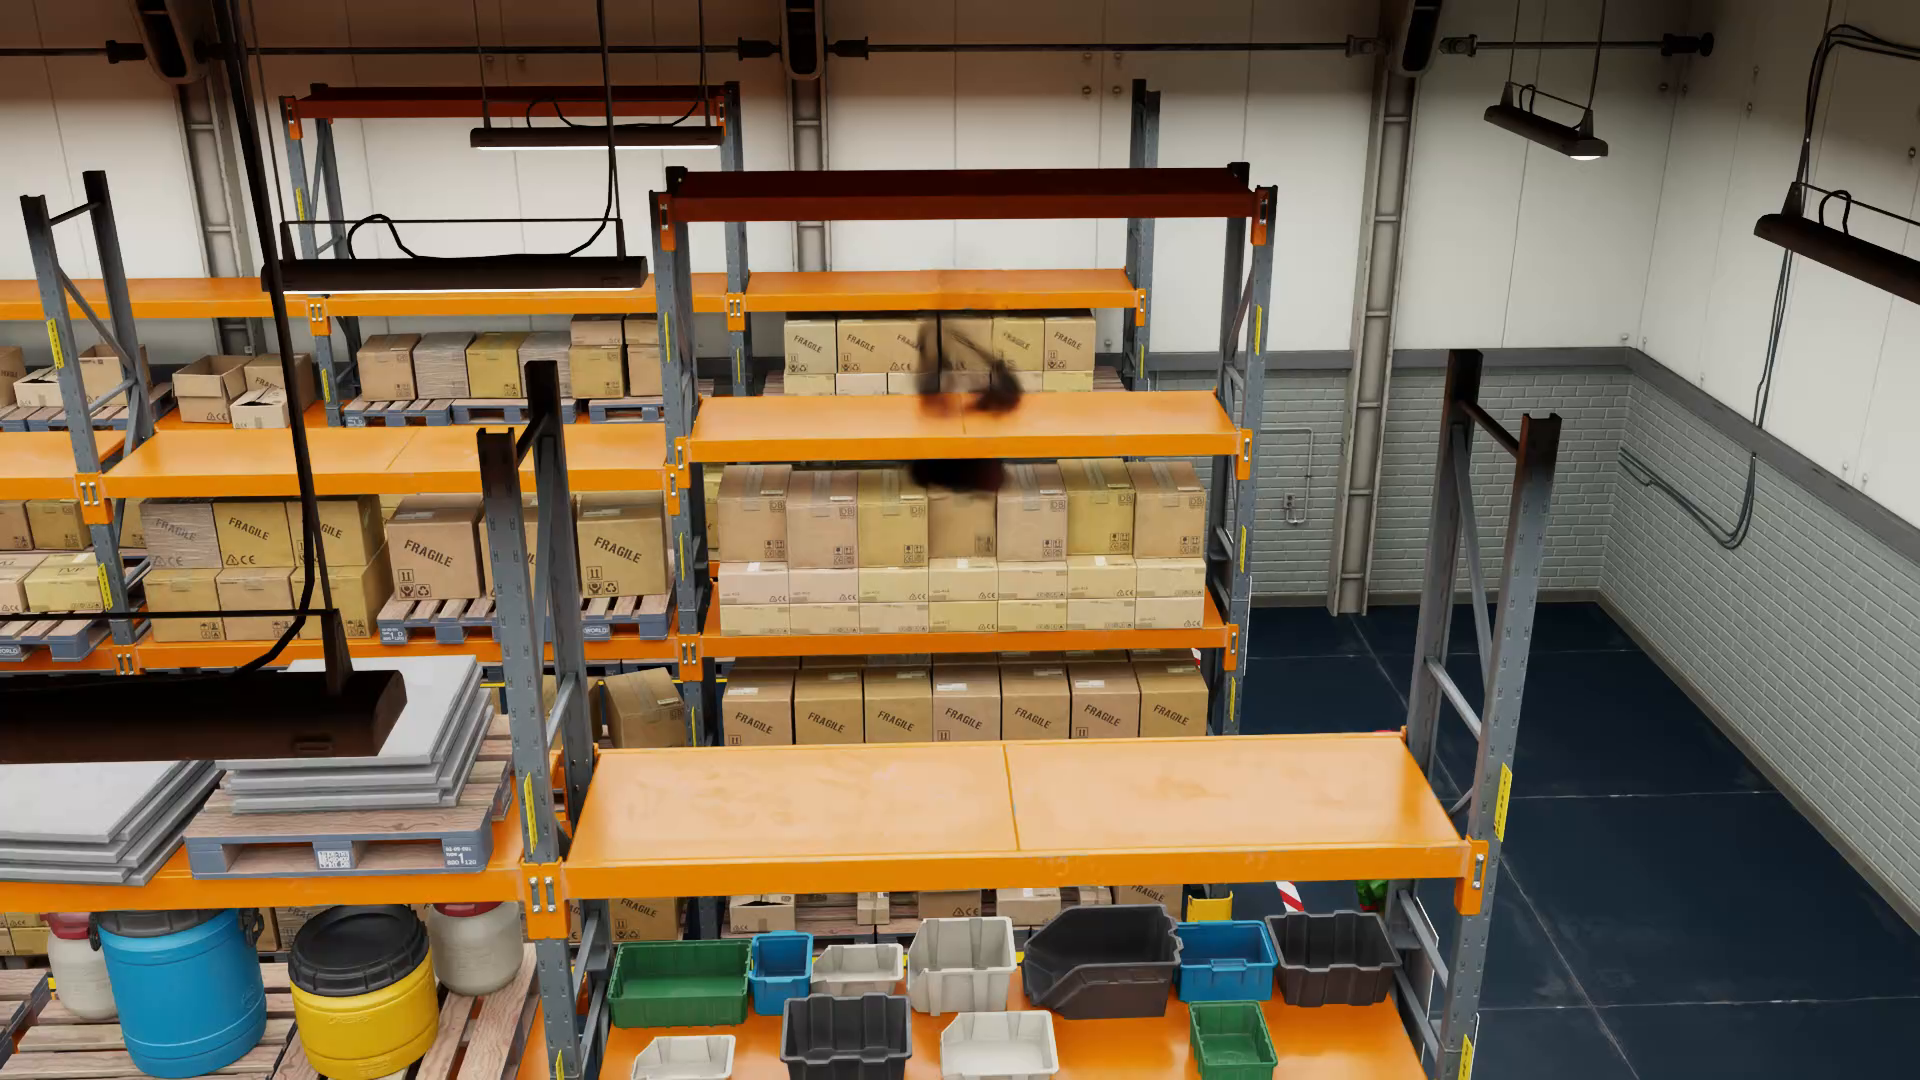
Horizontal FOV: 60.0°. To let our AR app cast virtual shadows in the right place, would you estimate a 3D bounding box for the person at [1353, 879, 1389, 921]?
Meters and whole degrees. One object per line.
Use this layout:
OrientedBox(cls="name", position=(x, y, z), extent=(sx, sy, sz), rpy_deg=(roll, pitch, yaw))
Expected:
OrientedBox(cls="person", position=(3.196, 2.372, 13.024), extent=(0.642, 1.719, 0.600), rpy_deg=(6, 23, 14))
